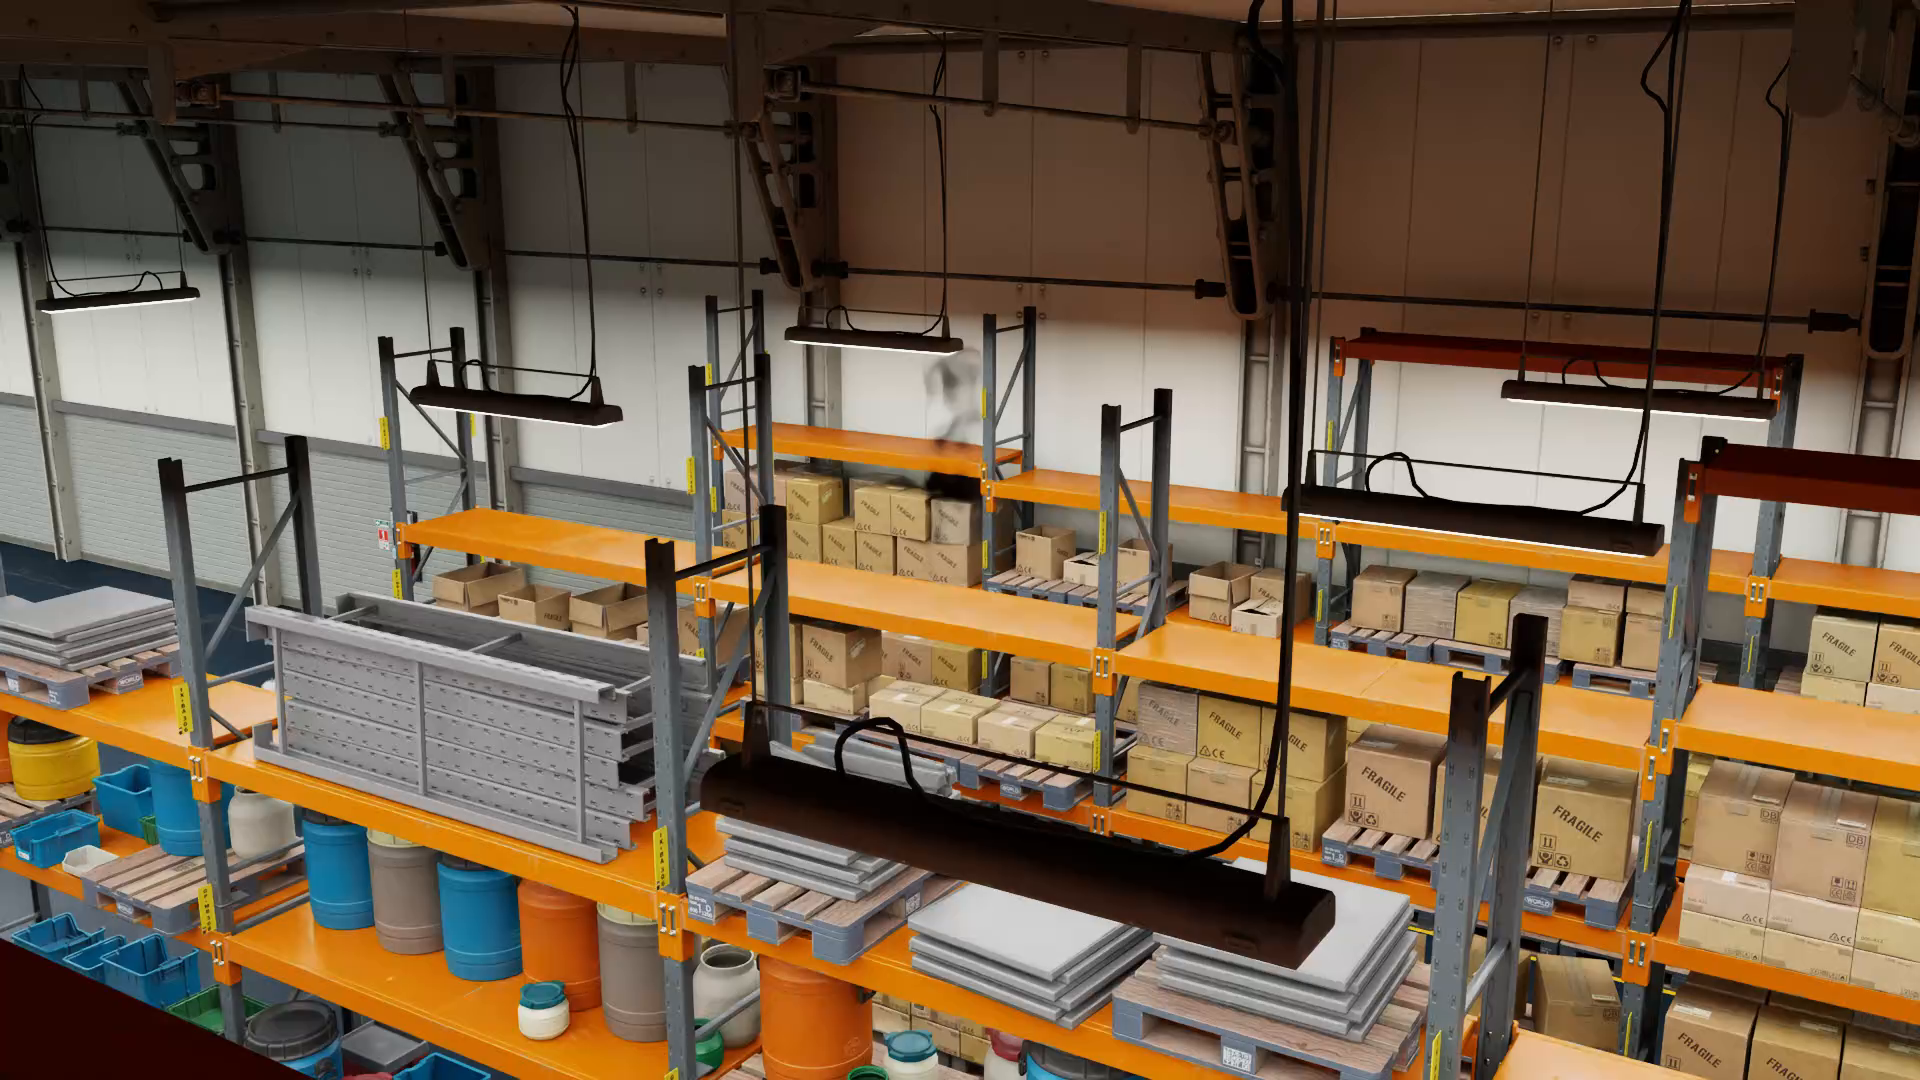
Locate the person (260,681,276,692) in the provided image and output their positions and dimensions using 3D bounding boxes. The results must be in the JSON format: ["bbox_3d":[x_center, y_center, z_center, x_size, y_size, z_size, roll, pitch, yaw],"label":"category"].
[{"bbox_3d":[-7.888,2.461,19.670,1.132,1.772,0.660,-12,18,-41],"label":"person"}]
